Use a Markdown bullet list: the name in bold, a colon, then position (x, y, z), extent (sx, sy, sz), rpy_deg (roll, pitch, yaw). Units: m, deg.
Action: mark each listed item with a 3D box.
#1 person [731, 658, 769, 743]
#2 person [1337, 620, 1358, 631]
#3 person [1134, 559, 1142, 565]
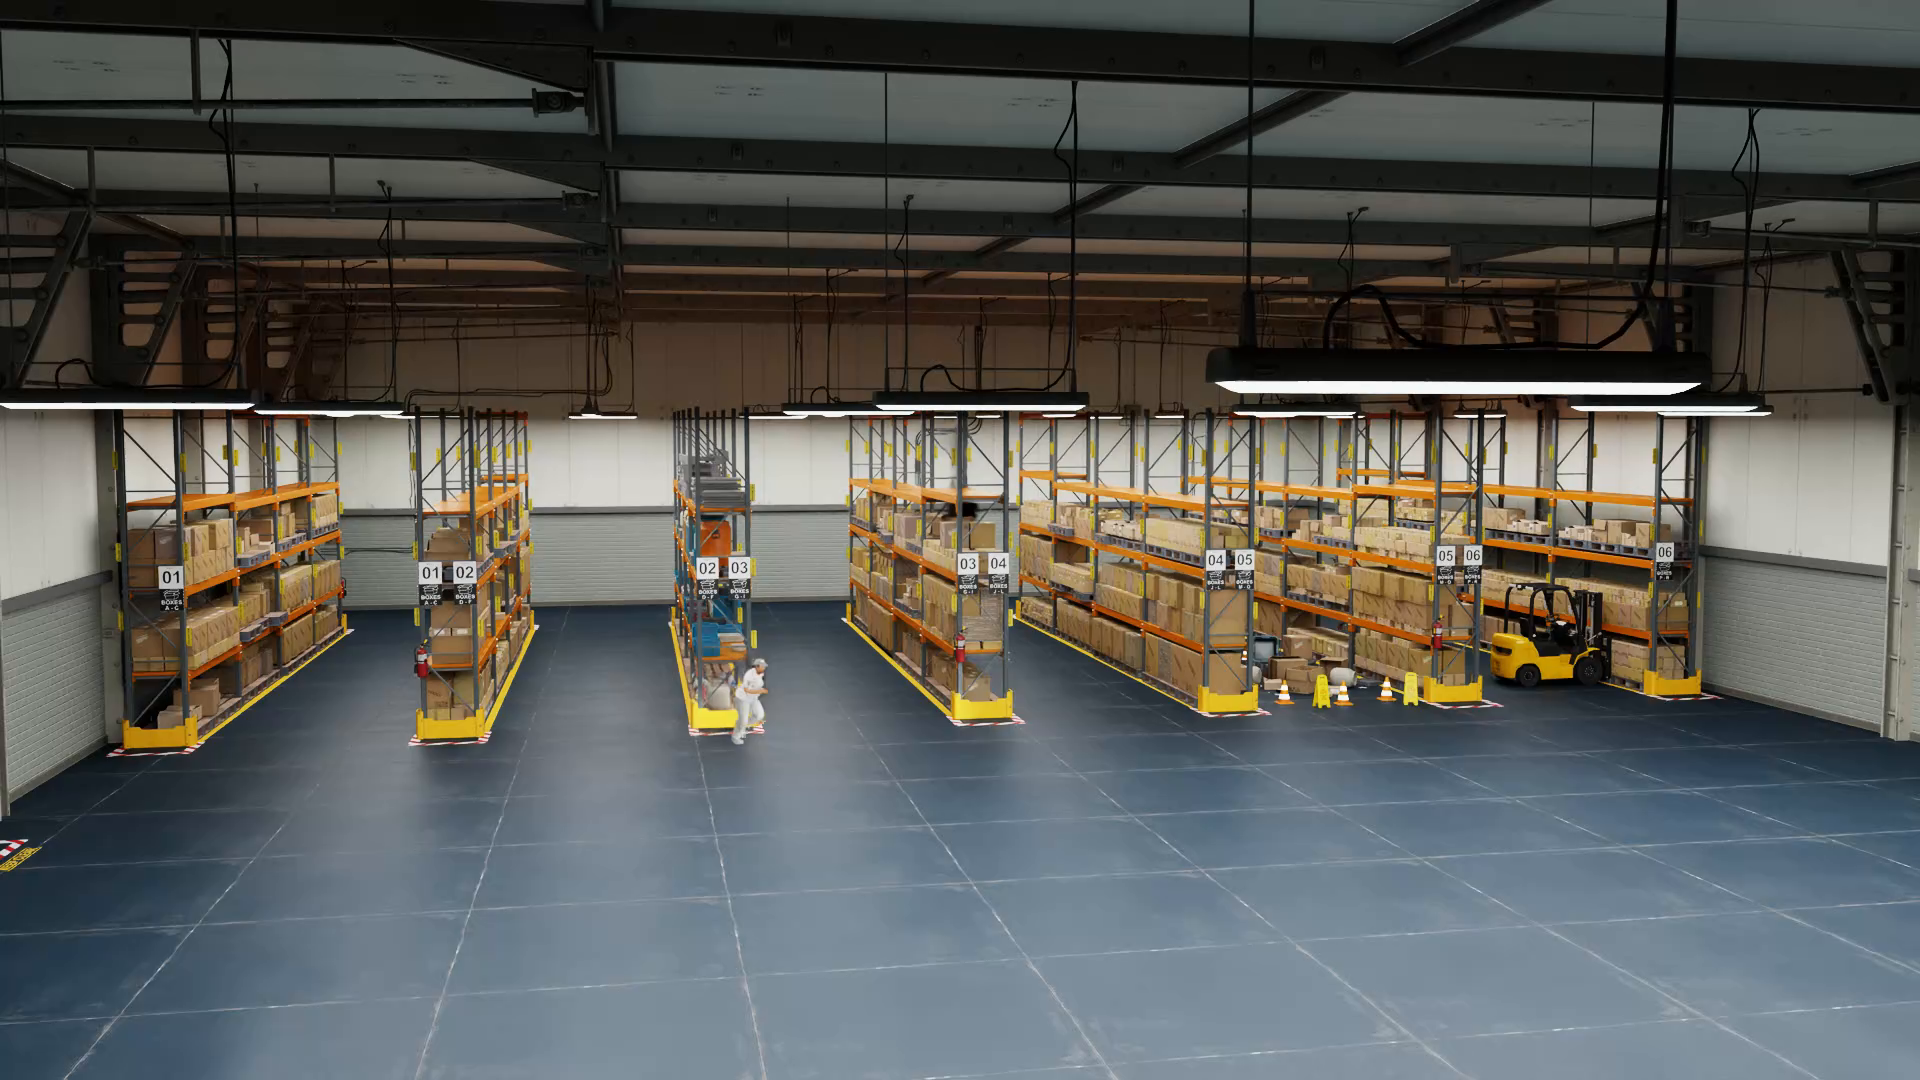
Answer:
- **person**: position (-3.690, 2.849, 29.569), extent (0.813, 1.537, 0.621), rpy_deg (2, 5, 29)
- **person**: position (10.557, 1.692, 45.408), extent (0.593, 1.625, 0.893), rpy_deg (-1, 4, -19)
- **person**: position (5.302, 1.197, 50.674), extent (0.961, 1.781, 0.670), rpy_deg (-1, 4, -8)
